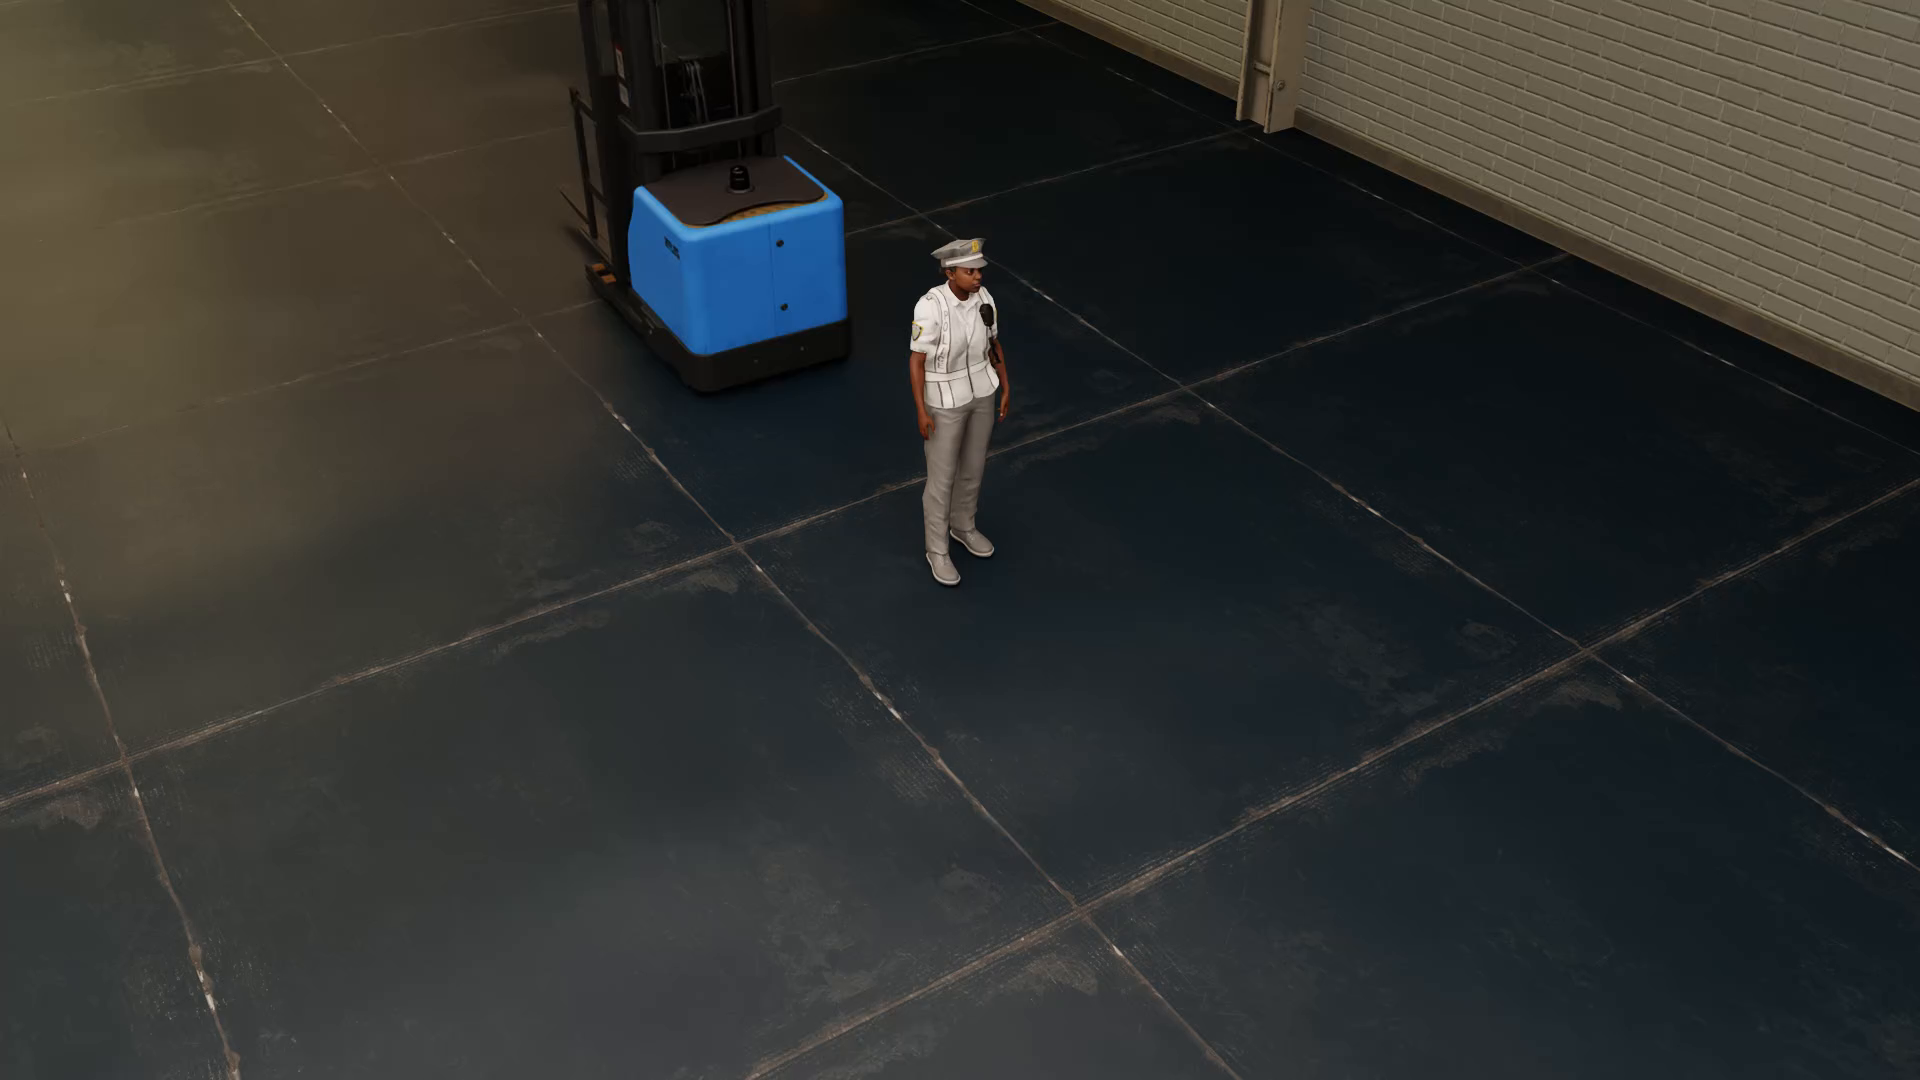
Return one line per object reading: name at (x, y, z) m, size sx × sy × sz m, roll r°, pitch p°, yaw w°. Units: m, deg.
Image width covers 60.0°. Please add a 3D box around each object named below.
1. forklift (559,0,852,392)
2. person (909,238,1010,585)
forklift at (-1.834, -2.898, 10.272) m, size 1.130 × 2.935 × 3.031 m, roll -18°, pitch 39°, yaw -24°
person at (0.024, -0.657, 8.145) m, size 0.569 × 1.695 × 0.528 m, roll -21°, pitch 40°, yaw -27°
